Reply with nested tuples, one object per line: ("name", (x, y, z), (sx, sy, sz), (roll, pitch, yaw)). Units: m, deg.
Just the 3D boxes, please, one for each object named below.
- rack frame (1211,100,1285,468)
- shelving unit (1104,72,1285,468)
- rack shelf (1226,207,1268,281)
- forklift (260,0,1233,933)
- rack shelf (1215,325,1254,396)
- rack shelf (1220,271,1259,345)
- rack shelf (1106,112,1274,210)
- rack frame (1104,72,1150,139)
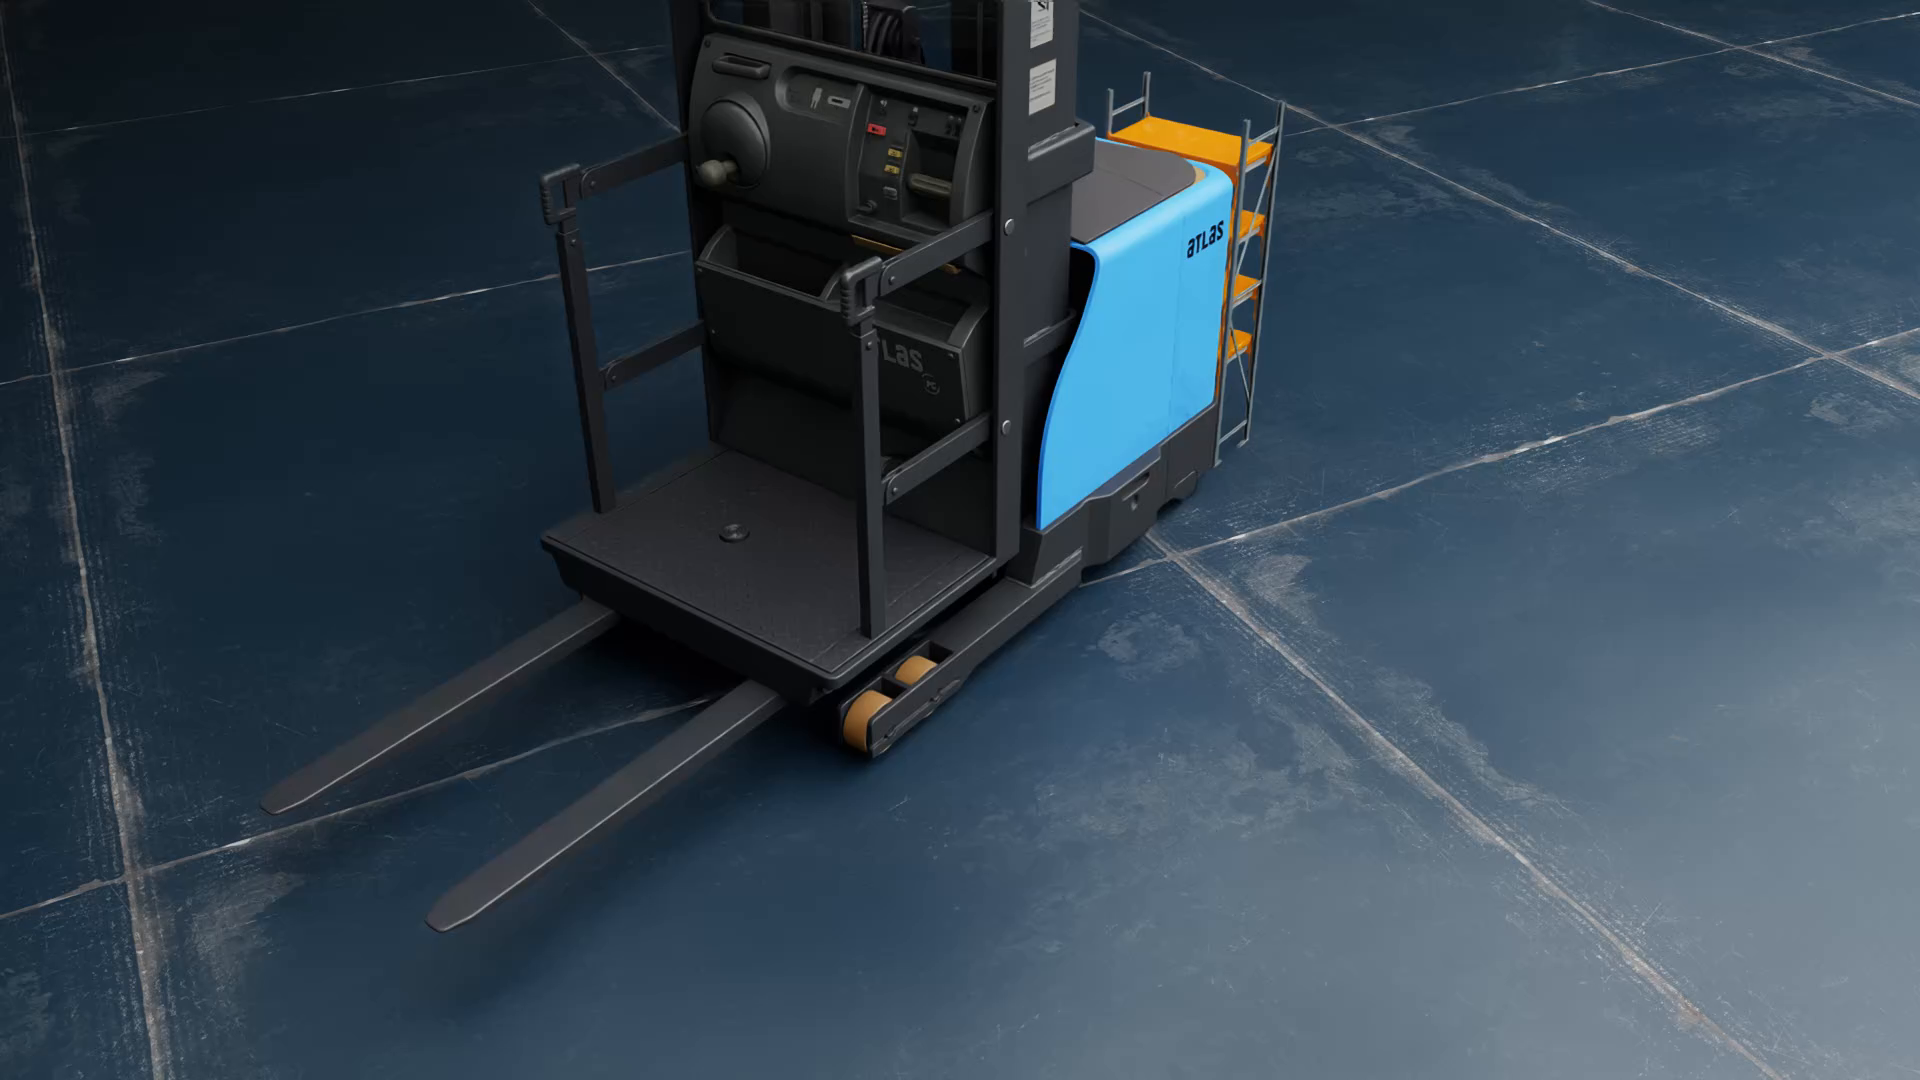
("rack frame", (0.928, -0.803, 5.390), (0.015, 1.200, 0.240), (22, 39, 31))
("shelving unit", (0.733, -0.882, 5.515), (0.503, 1.200, 0.258), (22, 39, 31))
("rack shelf", (0.733, -1.014, 5.430), (0.480, 0.148, 0.258), (22, 39, 31))
("forklift", (-0.453, -0.971, 4.048), (1.130, 2.935, 3.031), (22, 39, 31))
("rack shelf", (0.733, -0.658, 5.658), (0.480, 0.148, 0.258), (22, 39, 31))
("rack shelf", (0.733, -0.826, 5.551), (0.480, 0.148, 0.258), (22, 39, 31))
("rack shelf", (0.734, -1.213, 5.303), (0.480, 0.148, 0.258), (22, 39, 31))
("rack frame", (0.539, -0.962, 5.639), (0.015, 1.200, 0.240), (22, 39, 31))
